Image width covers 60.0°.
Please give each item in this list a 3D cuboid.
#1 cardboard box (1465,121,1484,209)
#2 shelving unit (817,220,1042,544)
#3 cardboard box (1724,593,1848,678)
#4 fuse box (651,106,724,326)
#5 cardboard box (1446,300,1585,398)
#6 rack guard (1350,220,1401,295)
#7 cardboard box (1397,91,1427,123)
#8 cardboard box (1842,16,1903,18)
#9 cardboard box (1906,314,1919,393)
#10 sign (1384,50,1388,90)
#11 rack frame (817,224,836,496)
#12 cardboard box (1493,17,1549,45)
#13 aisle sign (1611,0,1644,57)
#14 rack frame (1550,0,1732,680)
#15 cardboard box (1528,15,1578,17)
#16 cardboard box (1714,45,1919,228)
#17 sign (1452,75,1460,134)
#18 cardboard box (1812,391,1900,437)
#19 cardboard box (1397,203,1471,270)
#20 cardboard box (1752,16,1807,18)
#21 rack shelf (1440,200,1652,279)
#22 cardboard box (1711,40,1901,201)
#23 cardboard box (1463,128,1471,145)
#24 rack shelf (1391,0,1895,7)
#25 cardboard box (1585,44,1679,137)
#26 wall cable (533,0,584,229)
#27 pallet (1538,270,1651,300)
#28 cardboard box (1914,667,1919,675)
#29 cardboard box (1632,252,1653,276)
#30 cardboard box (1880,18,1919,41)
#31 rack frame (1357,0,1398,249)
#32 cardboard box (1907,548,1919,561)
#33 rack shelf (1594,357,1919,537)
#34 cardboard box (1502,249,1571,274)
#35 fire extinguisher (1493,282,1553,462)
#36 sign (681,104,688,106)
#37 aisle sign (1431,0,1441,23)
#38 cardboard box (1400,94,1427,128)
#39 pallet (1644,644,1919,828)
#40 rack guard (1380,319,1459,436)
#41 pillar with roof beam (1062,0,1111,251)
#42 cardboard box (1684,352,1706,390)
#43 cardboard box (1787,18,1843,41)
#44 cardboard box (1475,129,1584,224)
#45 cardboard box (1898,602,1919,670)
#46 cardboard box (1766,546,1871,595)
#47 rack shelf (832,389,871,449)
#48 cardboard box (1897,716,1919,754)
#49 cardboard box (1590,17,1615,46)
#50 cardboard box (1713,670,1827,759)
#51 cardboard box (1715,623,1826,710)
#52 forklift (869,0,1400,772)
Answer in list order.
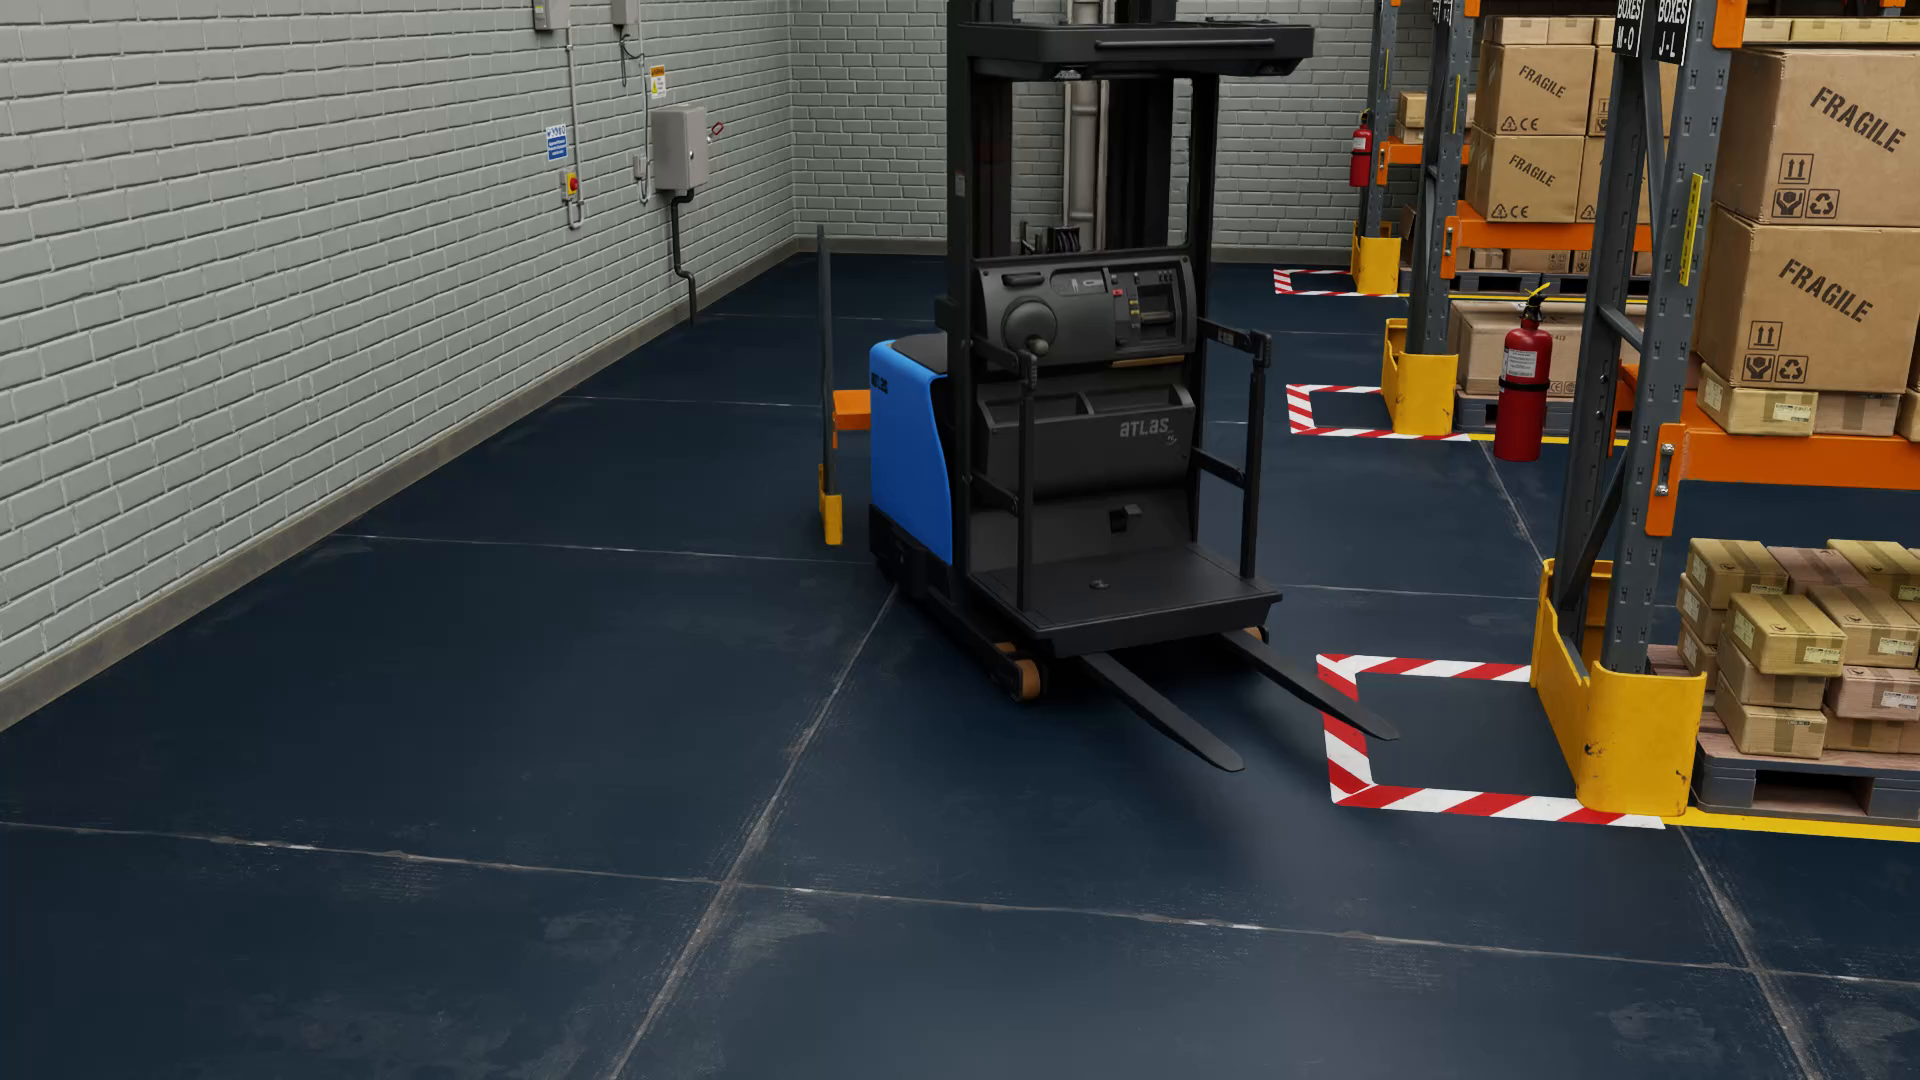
[{"bbox_3d":[3.482,-2.353,10.450,0.500,0.500,0.500,3,19,9],"label":"cardboard box"},{"bbox_3d":[-0.168,-0.805,8.344,1.083,1.500,0.587,-2,19,-7],"label":"shelving unit"},{"bbox_3d":[2.742,0.312,5.535,0.250,0.149,0.380,2,19,6],"label":"cardboard box"},{"bbox_3d":[-2.130,-2.563,13.267,0.414,1.711,0.539,3,19,9],"label":"fuse box"},{"bbox_3d":[3.631,-1.229,10.625,0.875,0.438,0.875,2,19,7],"label":"cardboard box"},{"bbox_3d":[3.823,-2.613,15.324,0.348,0.500,1.175,3,19,9],"label":"rack guard"},{"bbox_3d":[4.244,-3.932,15.095,0.500,0.250,0.500,3,19,10],"label":"cardboard box"},{"bbox_3d":[5.374,-3.021,9.848,0.250,0.149,0.380,3,19,8],"label":"cardboard box"},{"bbox_3d":[3.210,-0.751,5.195,0.500,0.500,0.500,3,19,9],"label":"cardboard box"},{"bbox_3d":[3.662,-4.043,14.294,0.005,0.325,0.100,3,19,9],"label":"sign"},{"bbox_3d":[-0.663,-0.783,8.281,0.032,1.500,0.500,-2,19,-7],"label":"rack frame"},{"bbox_3d":[3.271,-2.971,9.701,0.250,0.149,0.380,3,19,10],"label":"cardboard box"},{"bbox_3d":[2.254,-2.021,5.520,0.004,0.787,0.394,3,19,9],"label":"aisle sign"},{"bbox_3d":[2.279,-0.691,5.641,0.127,3.000,1.000,3,19,9],"label":"rack frame"},{"bbox_3d":[3.604,-3.115,10.131,0.250,0.149,0.380,3,19,10],"label":"cardboard box"},{"bbox_3d":[2.680,-1.248,5.103,0.500,0.500,0.500,3,19,8],"label":"cardboard box"},{"bbox_3d":[2.870,-2.521,9.622,0.005,0.325,0.100,3,19,9],"label":"sign"},{"bbox_3d":[2.804,-0.453,5.326,0.250,0.149,0.380,4,19,11],"label":"cardboard box"},{"bbox_3d":[4.336,-2.757,15.088,0.637,0.503,0.797,2,19,6],"label":"cardboard box"},{"bbox_3d":[4.875,-3.055,9.949,0.250,0.149,0.380,4,19,10],"label":"cardboard box"},{"bbox_3d":[4.939,-1.805,10.104,4.000,0.370,1.077,3,19,9],"label":"rack shelf"},{"bbox_3d":[2.770,-1.409,5.583,0.500,0.500,0.500,3,19,8],"label":"cardboard box"},{"bbox_3d":[4.552,-3.580,14.671,0.250,0.149,0.380,3,19,8],"label":"cardboard box"},{"bbox_3d":[5.722,-4.783,14.276,4.000,0.370,1.077,3,19,9],"label":"rack shelf"},{"bbox_3d":[3.904,-2.631,9.706,0.500,0.500,0.500,2,19,7],"label":"cardboard box"},{"bbox_3d":[-2.607,-3.020,10.951,0.123,1.953,0.585,3,19,9],"label":"wall cable"},{"bbox_3d":[5.811,-2.374,15.065,1.213,0.211,1.003,3,19,9],"label":"pallet"},{"bbox_3d":[3.272,0.444,5.612,0.250,0.149,0.380,3,19,9],"label":"cardboard box"},{"bbox_3d":[6.199,-2.648,14.767,0.500,0.500,0.700,2,19,7],"label":"cardboard box"},{"bbox_3d":[5.307,-2.875,9.412,0.250,0.149,0.380,3,19,7],"label":"cardboard box"},{"bbox_3d":[3.748,-3.802,14.939,0.127,3.000,1.000,3,19,9],"label":"rack frame"},{"bbox_3d":[3.602,0.164,5.980,0.250,0.149,0.380,2,19,6],"label":"cardboard box"},{"bbox_3d":[4.253,-0.249,5.454,4.000,0.370,1.077,3,19,9],"label":"rack shelf"},{"bbox_3d":[5.174,-2.700,14.923,0.500,0.500,0.700,4,19,11],"label":"cardboard box"},{"bbox_3d":[2.103,-0.635,6.182,0.183,0.674,0.296,3,19,9],"label":"fire extinguisher"},{"bbox_3d":[-2.256,-3.294,13.571,0.001,0.494,0.329,3,19,9],"label":"sign"},{"bbox_3d":[2.942,-3.580,10.180,0.004,0.787,0.394,3,19,9],"label":"aisle sign"},{"bbox_3d":[4.153,-3.765,14.595,0.500,0.250,0.500,3,19,9],"label":"cardboard box"},{"bbox_3d":[3.150,0.687,5.917,1.213,0.211,1.003,3,19,9],"label":"pallet"},{"bbox_3d":[2.940,-1.063,10.691,0.348,0.500,1.175,3,19,9],"label":"rack guard"},{"bbox_3d":[0.546,-5.716,11.206,0.400,9.000,9.100,3,19,9],"label":"pillar with roof beam"},{"bbox_3d":[2.645,-0.644,5.896,0.250,0.149,0.380,3,19,9],"label":"cardboard box"},{"bbox_3d":[4.795,-2.880,9.428,0.250,0.149,0.380,2,19,7],"label":"cardboard box"},{"bbox_3d":[3.392,-2.180,9.934,0.500,0.500,0.500,3,19,8],"label":"cardboard box"},{"bbox_3d":[3.262,0.341,5.449,0.250,0.149,0.380,3,19,9],"label":"cardboard box"},{"bbox_3d":[3.080,0.158,5.998,0.250,0.149,0.380,3,19,10],"label":"cardboard box"},{"bbox_3d":[-0.159,-0.634,8.402,1.000,0.185,0.538,-2,19,-7],"label":"rack shelf"},{"bbox_3d":[3.263,0.586,5.655,0.250,0.149,0.380,3,19,9],"label":"cardboard box"},{"bbox_3d":[3.779,-2.932,9.582,0.250,0.149,0.380,4,19,10],"label":"cardboard box"},{"bbox_3d":[2.745,0.588,5.648,0.250,0.149,0.380,3,19,10],"label":"cardboard box"},{"bbox_3d":[2.755,0.428,5.660,0.250,0.149,0.380,4,19,11],"label":"cardboard box"},{"bbox_3d":[0.600,-0.916,6.423,1.130,2.935,3.031,-8,20,-21],"label":"forklift"}]
